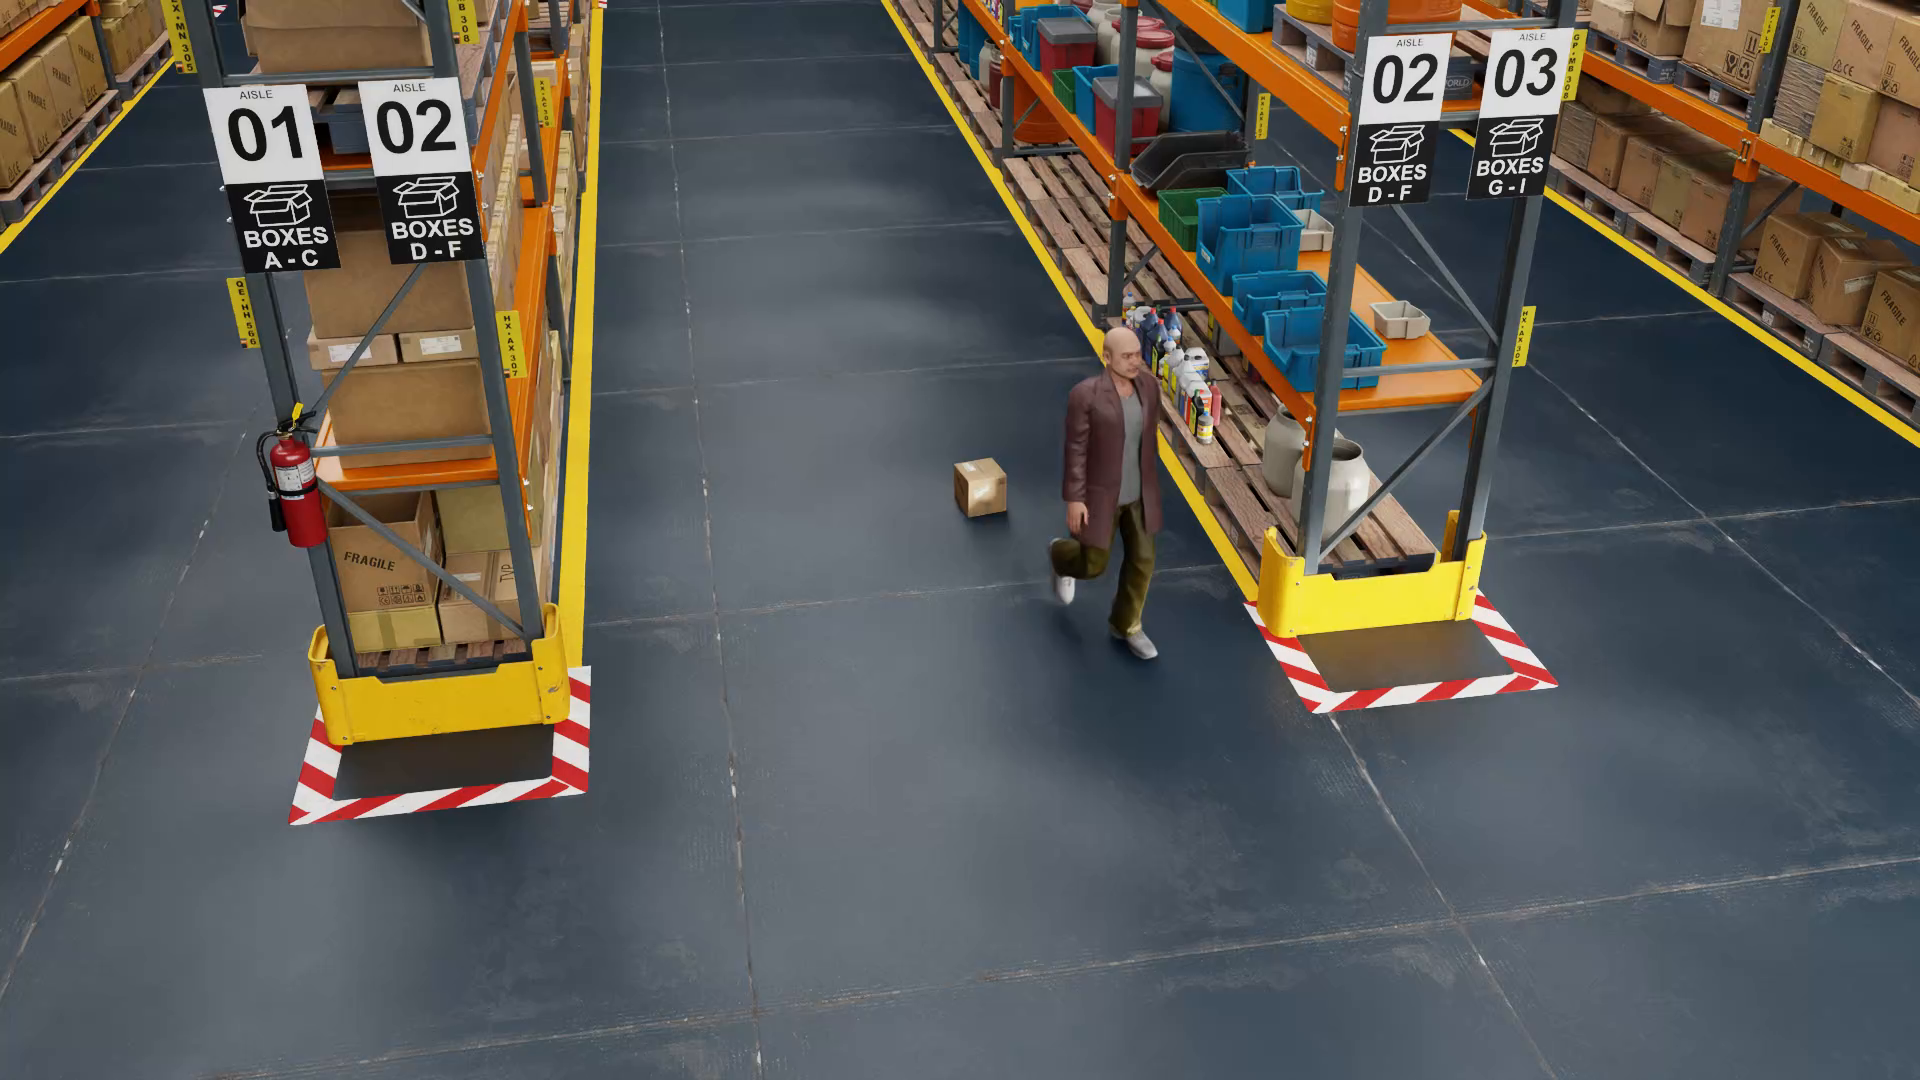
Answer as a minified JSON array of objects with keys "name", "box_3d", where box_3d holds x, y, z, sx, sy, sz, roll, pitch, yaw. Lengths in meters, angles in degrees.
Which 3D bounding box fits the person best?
[{"name":"person","box_3d":[0.769,-0.281,8.605,0.595,1.756,0.811,-13,33,-21]}]
